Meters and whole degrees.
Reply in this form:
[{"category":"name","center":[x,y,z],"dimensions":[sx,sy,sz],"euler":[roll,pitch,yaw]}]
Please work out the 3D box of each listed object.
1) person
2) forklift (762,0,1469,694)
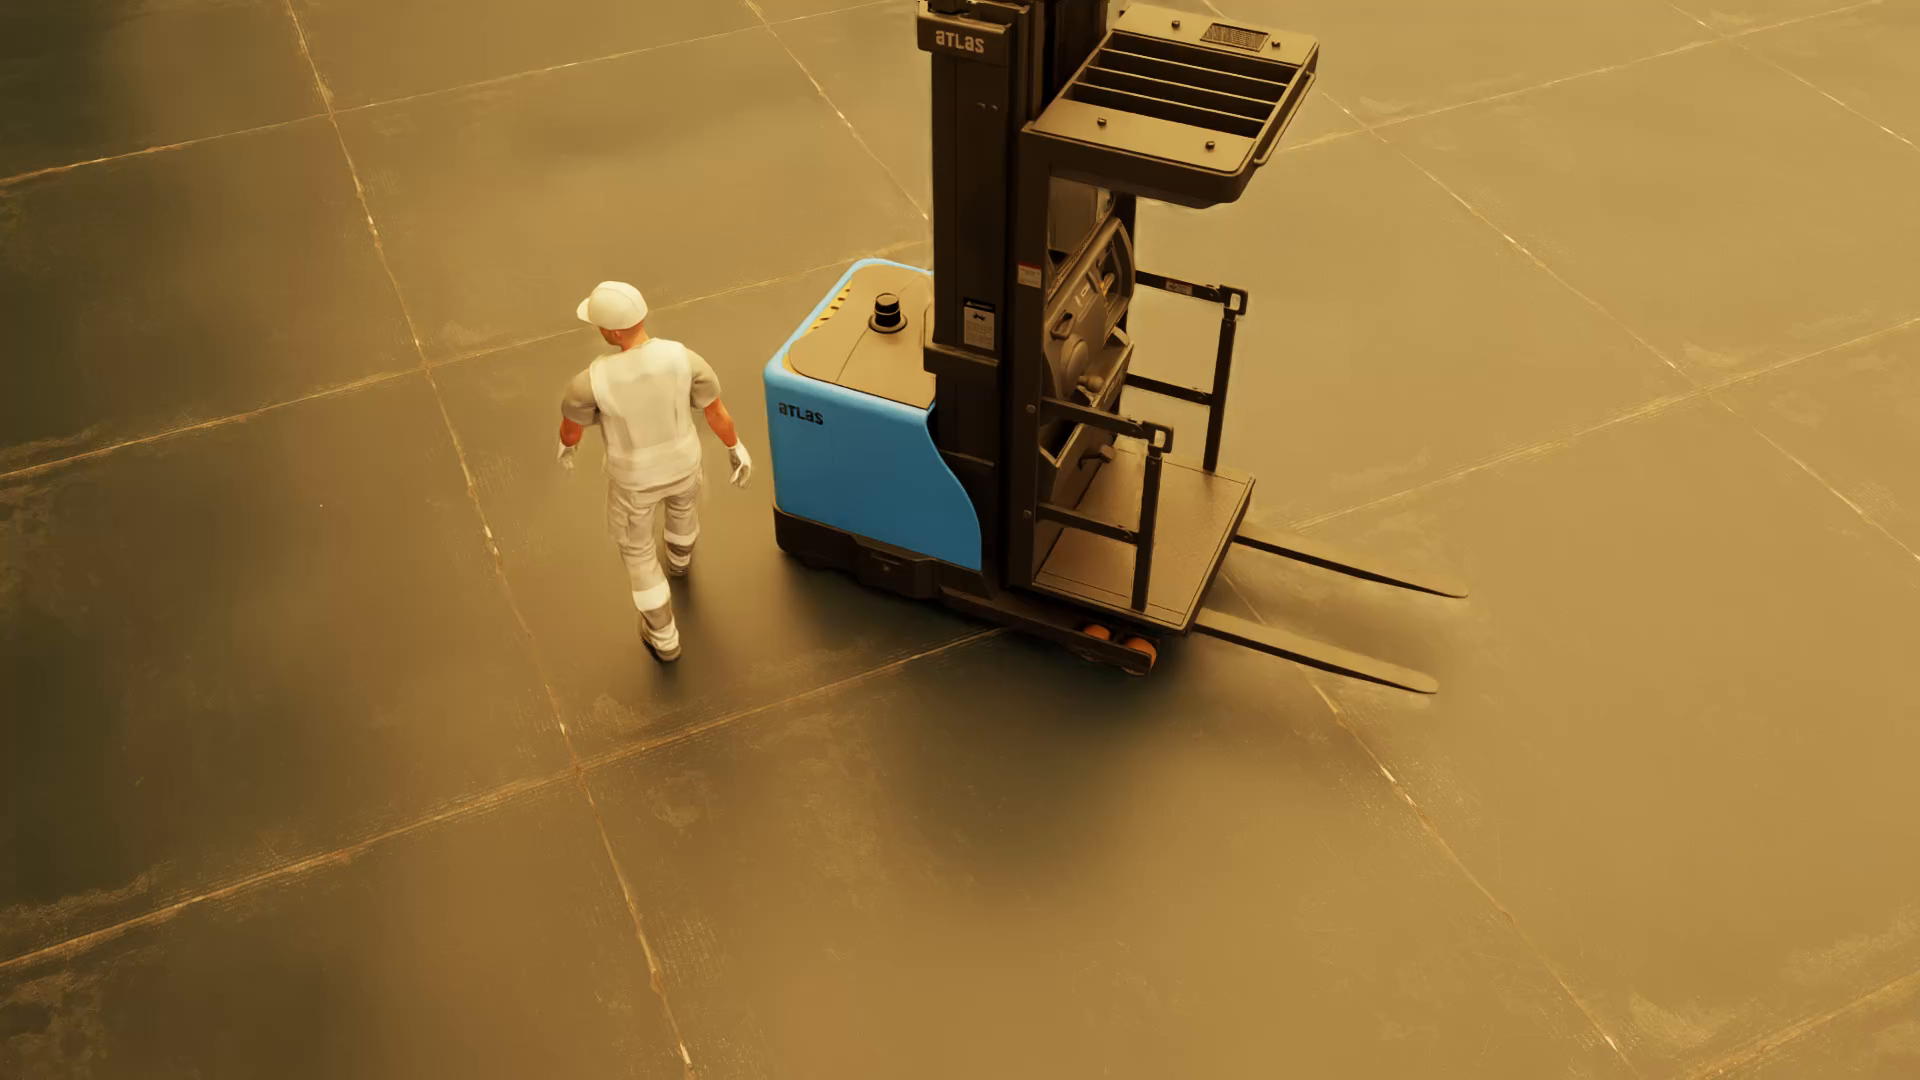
[{"category":"person","center":[-1.300,-0.389,6.982],"dimensions":[0.730,1.753,0.801],"euler":[-20,46,-20]},{"category":"forklift","center":[0.707,-0.902,6.647],"dimensions":[3.031,2.935,1.130],"euler":[17,46,17]}]
